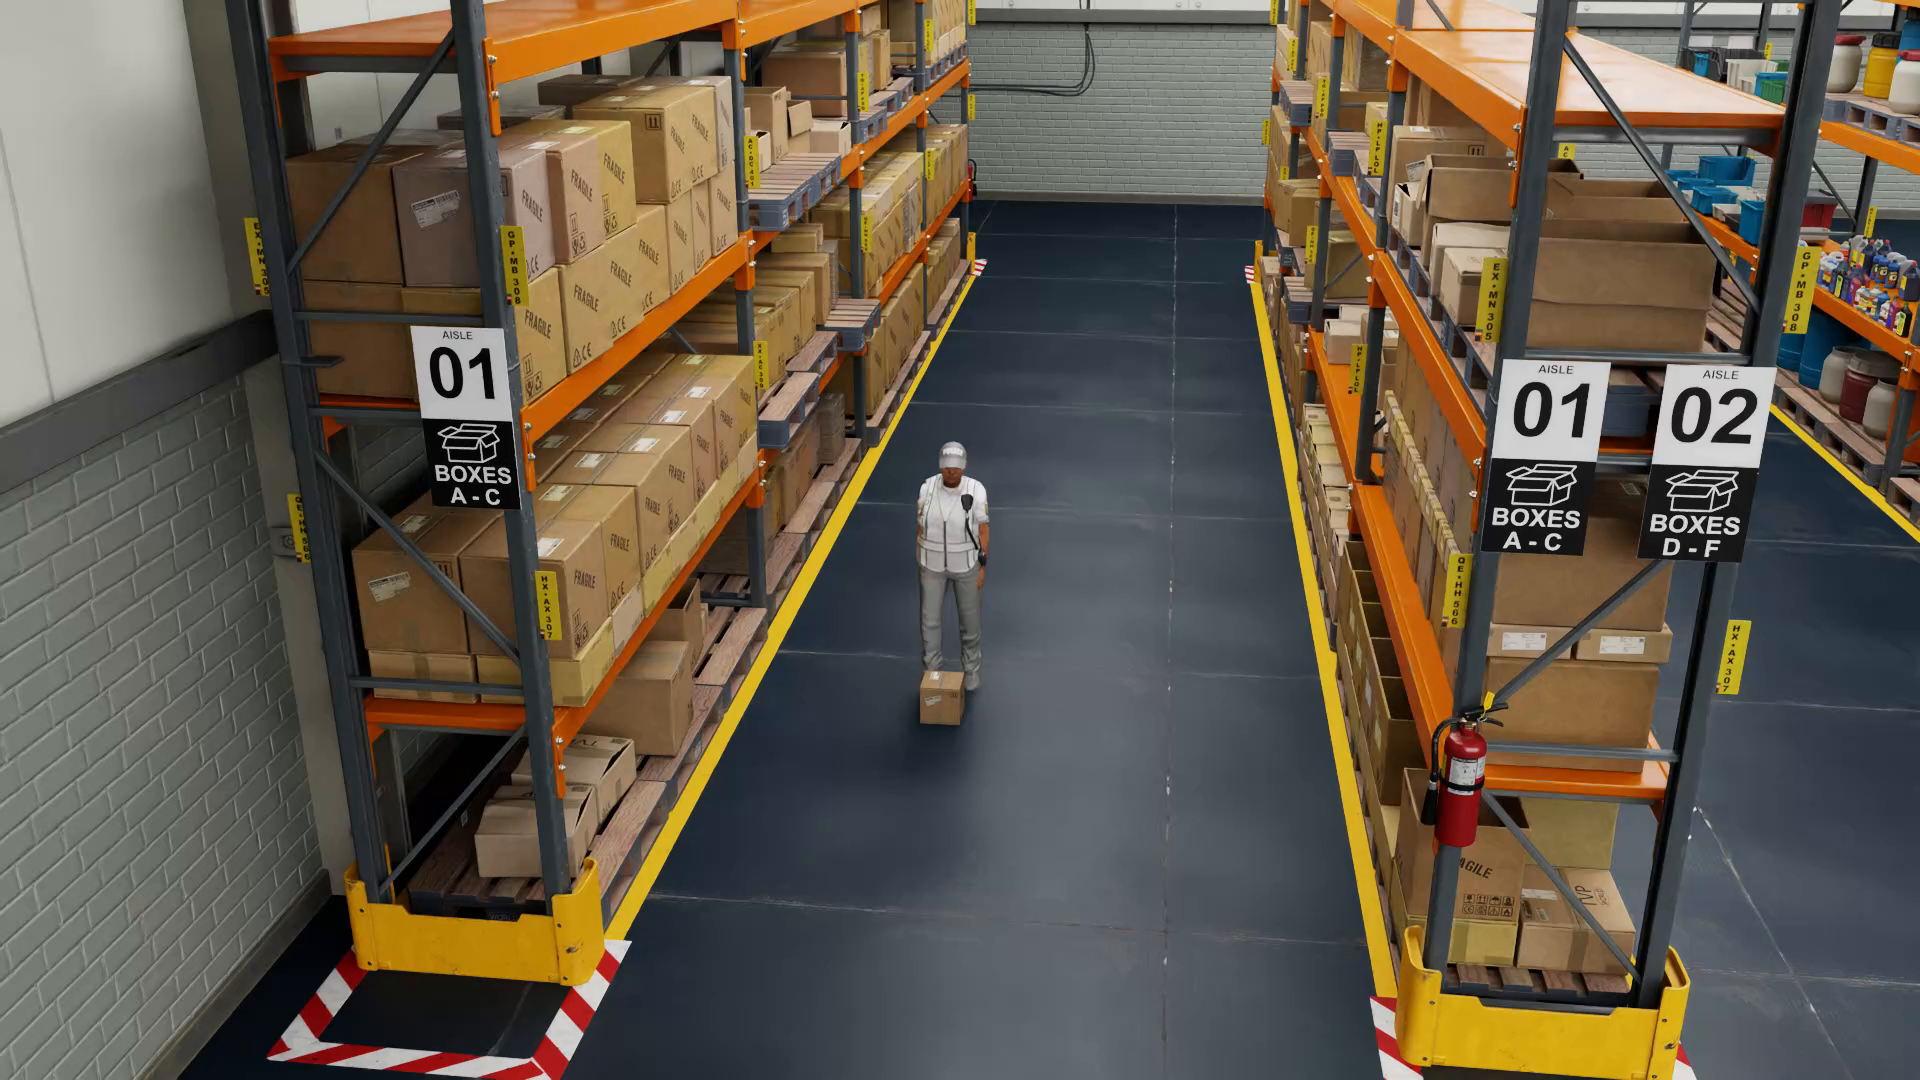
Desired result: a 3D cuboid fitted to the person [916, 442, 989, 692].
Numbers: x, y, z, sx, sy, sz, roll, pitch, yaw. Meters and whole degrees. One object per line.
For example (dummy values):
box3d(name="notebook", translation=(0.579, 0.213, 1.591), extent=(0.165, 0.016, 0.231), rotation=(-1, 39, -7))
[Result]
box3d(name="person", translation=(-0.050, 0.181, 10.650), extent=(0.466, 1.679, 0.390), rotation=(3, 22, 8))
